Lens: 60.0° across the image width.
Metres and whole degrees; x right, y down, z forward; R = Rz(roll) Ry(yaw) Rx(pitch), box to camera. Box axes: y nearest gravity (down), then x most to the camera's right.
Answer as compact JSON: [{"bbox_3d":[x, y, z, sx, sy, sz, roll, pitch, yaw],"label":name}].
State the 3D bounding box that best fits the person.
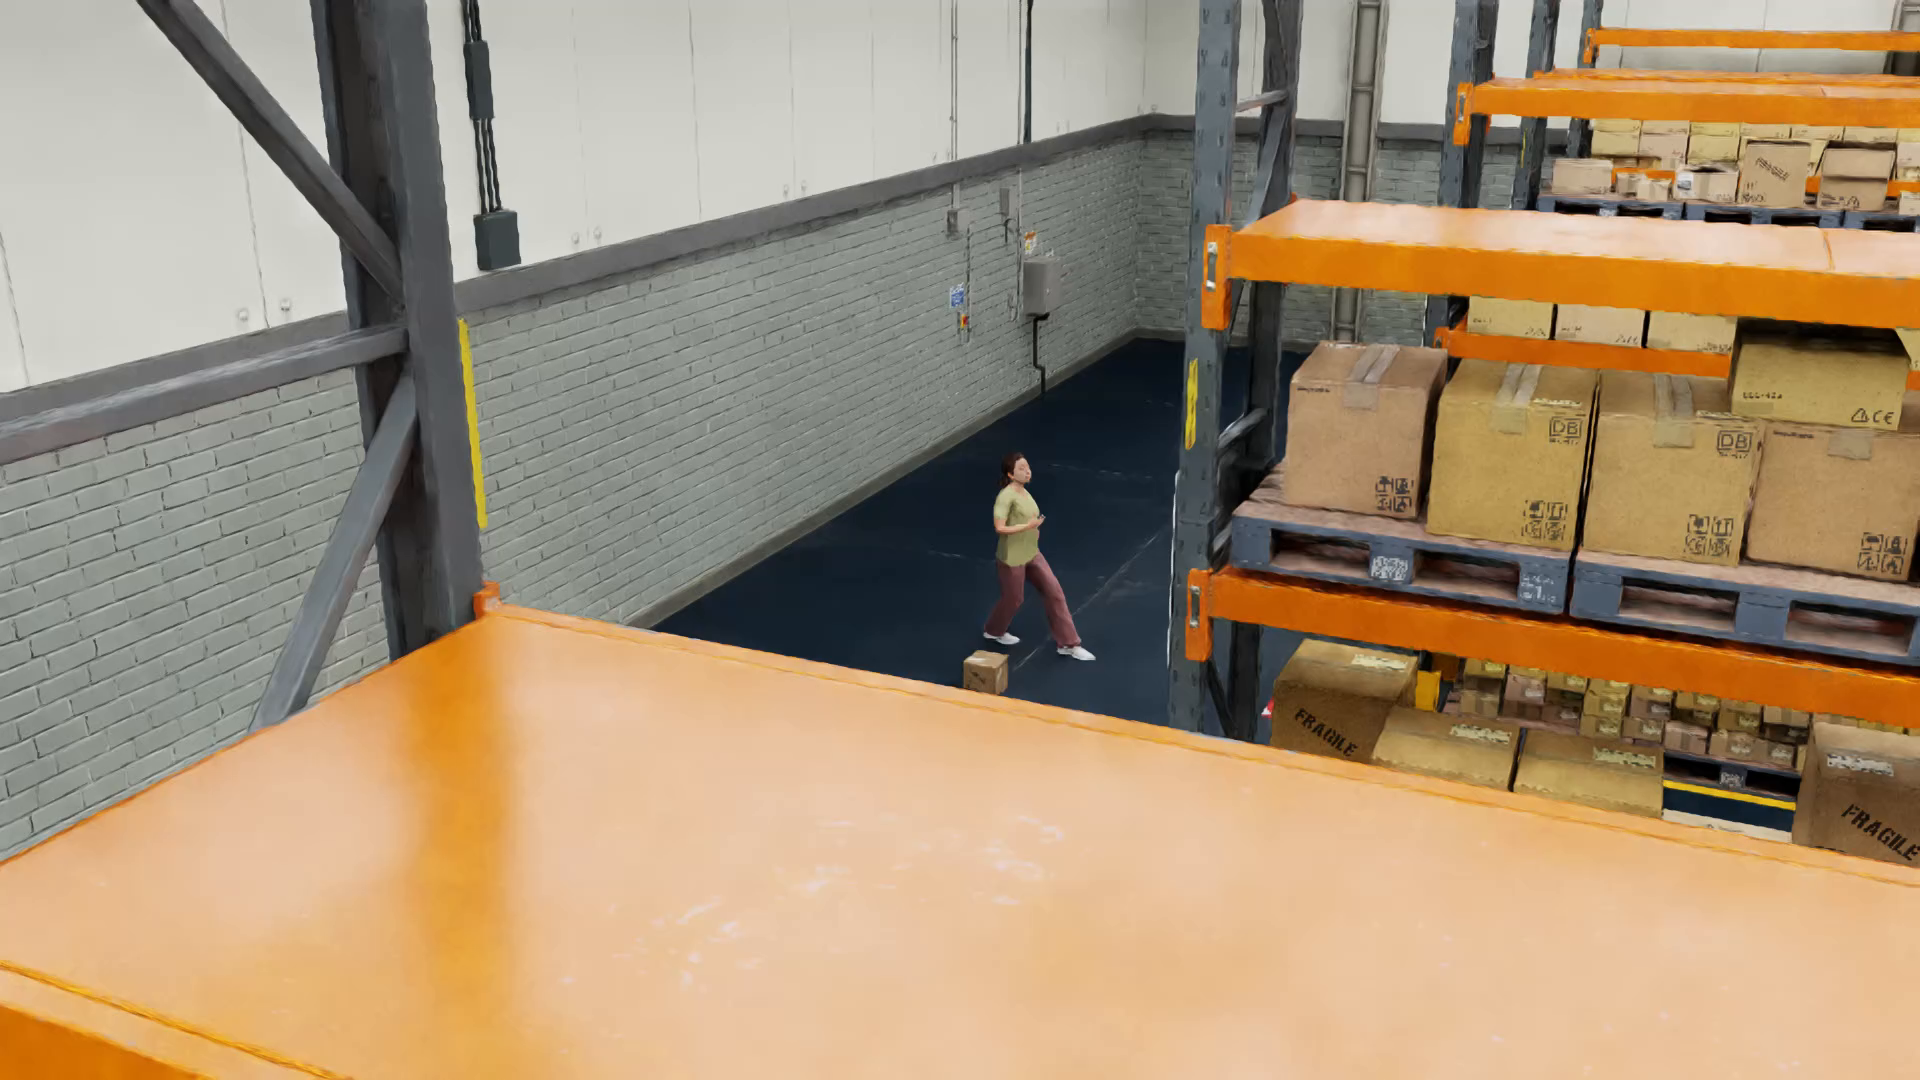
[{"bbox_3d":[0.502,0.151,12.457,0.928,1.592,0.589,14,23,34],"label":"person"}]
